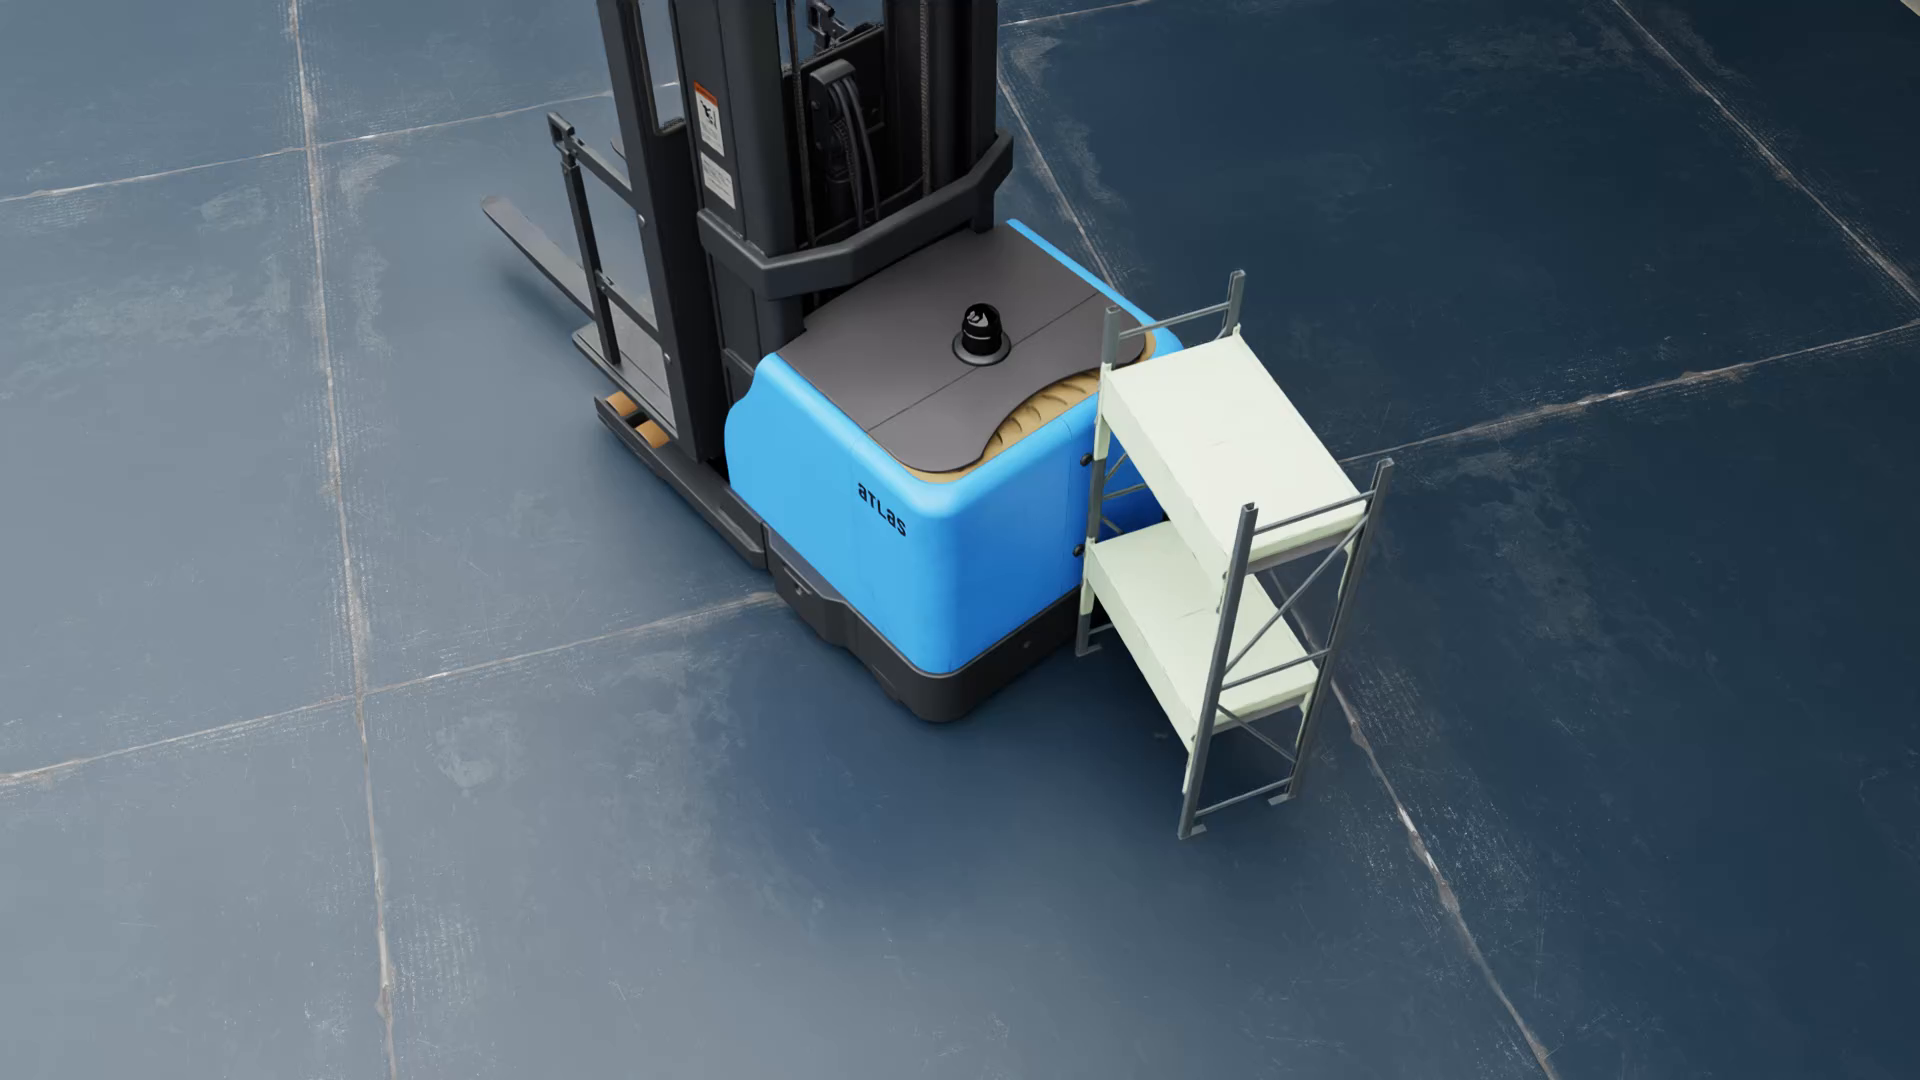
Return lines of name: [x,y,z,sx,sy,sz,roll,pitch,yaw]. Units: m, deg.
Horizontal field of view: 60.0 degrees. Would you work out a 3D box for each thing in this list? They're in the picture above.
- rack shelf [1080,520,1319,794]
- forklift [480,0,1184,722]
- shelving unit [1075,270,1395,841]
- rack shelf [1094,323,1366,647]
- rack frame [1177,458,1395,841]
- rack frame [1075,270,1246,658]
rack shelf: [0.703,0.304,4.939,0.431,0.370,0.720,-17,52,-14]
forklift: [-0.665,-1.436,5.044,1.130,2.935,3.031,-33,57,-25]
shelving unit: [0.703,0.094,4.690,0.431,1.500,0.755,-17,52,-14]
rack shelf: [0.703,-0.158,4.392,0.431,0.370,0.720,-17,52,-14]
rack frame: [0.842,0.353,4.472,0.400,1.500,0.023,-17,52,-14]
rack frame: [0.564,-0.165,4.908,0.400,1.500,0.023,-17,52,-14]
